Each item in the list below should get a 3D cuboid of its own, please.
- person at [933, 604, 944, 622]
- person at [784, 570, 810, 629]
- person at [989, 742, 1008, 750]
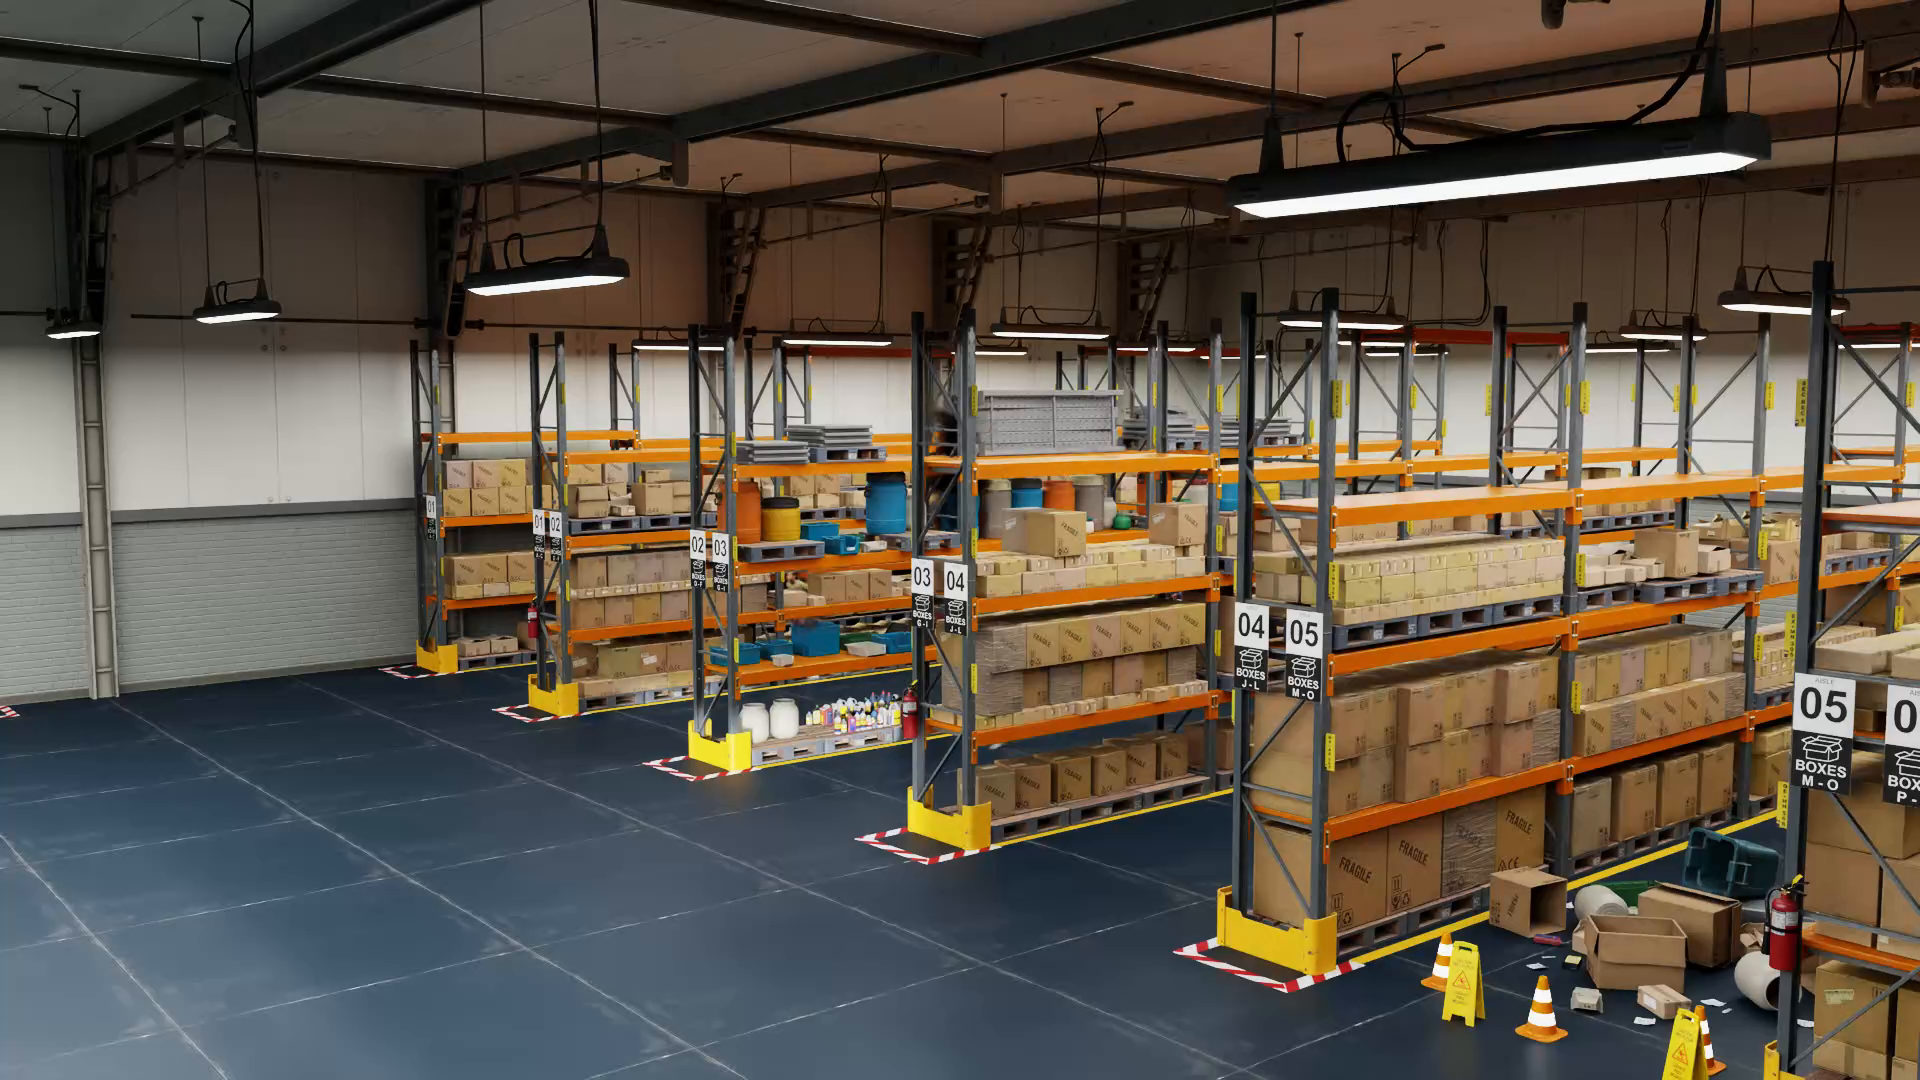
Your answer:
[{"bbox_3d":[-0.468,1.175,33.731,0.855,1.839,0.616,-3,6,-33],"label":"person"},{"bbox_3d":[-3.217,1.342,33.001,0.572,1.560,0.707,3,6,31],"label":"person"},{"bbox_3d":[0.718,2.214,23.970,0.556,1.534,1.024,4,7,38],"label":"person"}]
